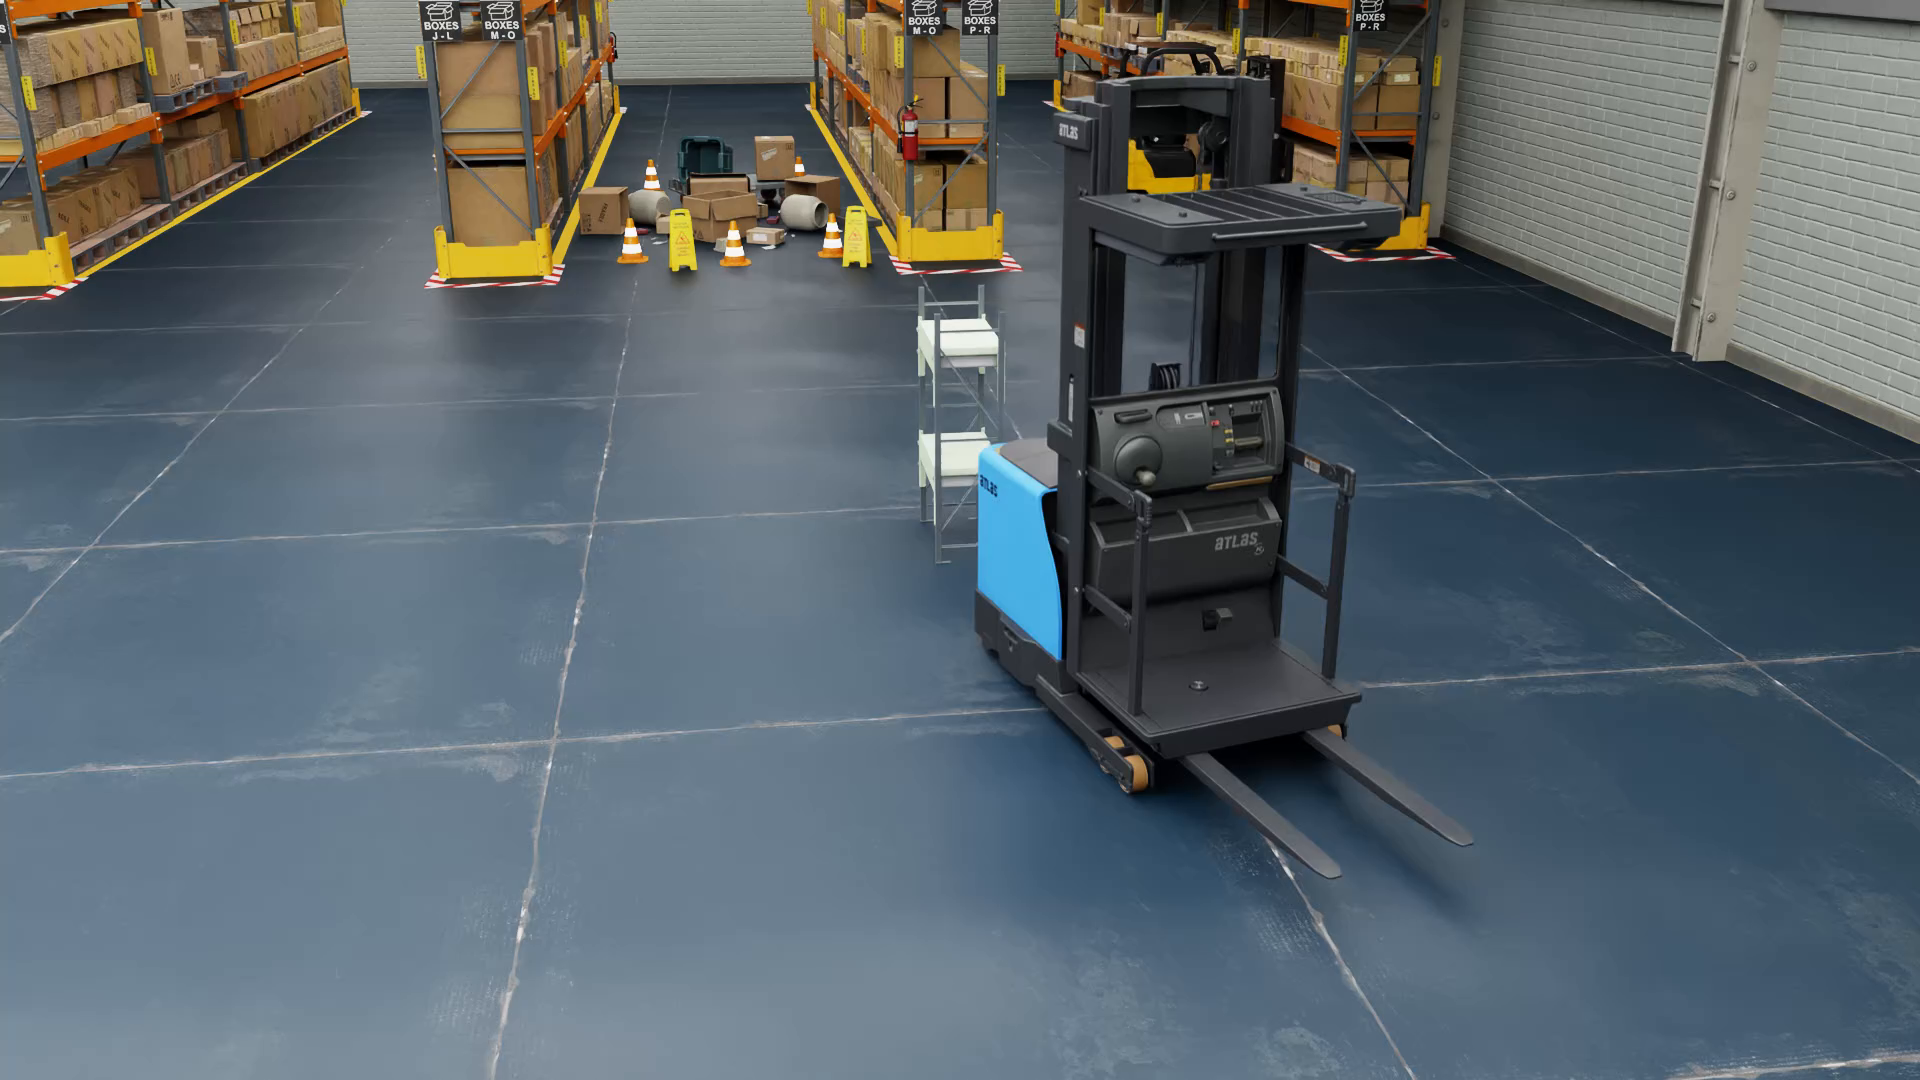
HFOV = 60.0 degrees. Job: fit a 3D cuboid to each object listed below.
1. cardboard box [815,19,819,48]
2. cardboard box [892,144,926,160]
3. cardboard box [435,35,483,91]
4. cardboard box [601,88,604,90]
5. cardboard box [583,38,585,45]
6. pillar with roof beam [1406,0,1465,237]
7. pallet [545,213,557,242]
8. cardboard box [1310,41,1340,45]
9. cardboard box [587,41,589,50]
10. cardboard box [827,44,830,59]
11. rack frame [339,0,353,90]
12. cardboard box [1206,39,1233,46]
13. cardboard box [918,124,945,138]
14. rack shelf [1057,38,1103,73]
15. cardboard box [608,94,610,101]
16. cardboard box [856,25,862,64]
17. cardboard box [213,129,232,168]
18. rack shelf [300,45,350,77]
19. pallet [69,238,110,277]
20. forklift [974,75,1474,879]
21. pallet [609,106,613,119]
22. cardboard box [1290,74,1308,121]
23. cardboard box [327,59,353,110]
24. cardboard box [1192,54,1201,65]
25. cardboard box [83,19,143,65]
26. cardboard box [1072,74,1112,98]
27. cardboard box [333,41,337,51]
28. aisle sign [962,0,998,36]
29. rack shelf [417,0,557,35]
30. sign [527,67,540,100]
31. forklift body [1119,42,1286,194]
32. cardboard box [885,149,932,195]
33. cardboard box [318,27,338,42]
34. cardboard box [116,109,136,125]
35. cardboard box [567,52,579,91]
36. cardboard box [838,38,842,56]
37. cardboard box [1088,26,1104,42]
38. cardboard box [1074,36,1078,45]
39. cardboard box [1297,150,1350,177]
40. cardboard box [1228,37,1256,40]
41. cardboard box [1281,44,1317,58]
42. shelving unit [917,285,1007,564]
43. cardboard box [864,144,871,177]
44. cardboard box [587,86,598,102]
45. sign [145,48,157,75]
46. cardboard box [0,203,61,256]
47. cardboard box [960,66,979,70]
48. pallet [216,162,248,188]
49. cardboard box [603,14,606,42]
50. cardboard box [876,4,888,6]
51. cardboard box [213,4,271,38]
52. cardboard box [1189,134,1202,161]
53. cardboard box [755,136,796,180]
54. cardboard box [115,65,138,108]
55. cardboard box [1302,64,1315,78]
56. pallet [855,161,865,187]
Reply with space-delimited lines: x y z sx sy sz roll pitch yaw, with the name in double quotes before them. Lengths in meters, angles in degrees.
"cardboard box" -2.466 -9.617 31.534 0.500 0.500 0.500 -3 21 -8
"cardboard box" -0.594 -4.513 19.343 0.380 0.149 0.250 -2 21 -6
"cardboard box" -5.171 -5.169 18.011 0.875 0.550 0.550 -3 21 -8
"cardboard box" -6.759 -8.244 30.625 0.380 0.149 0.250 -3 21 -7
"cardboard box" -6.268 -8.066 26.859 0.380 0.149 0.250 -3 21 -8
"pillar with roof beam" 1.342 -7.693 17.952 9.100 9.000 0.400 -3 21 -8
"pallet" -5.350 -3.665 19.727 1.003 0.211 1.213 -3 21 -8
"cardboard box" 4.723 -6.329 21.380 0.380 0.149 0.250 -3 21 -9
"cardboard box" -6.423 -8.293 27.892 0.380 0.149 0.250 -3 21 -7
"cardboard box" -2.029 -8.480 28.849 0.500 0.250 0.500 -3 21 -9
"rack frame" -12.214 -9.601 31.636 1.000 3.000 0.127 -3 21 -8
"cardboard box" 3.751 -7.097 23.860 0.380 0.149 0.250 -3 21 -7
"cardboard box" -0.367 -4.562 18.504 0.380 0.149 0.250 -2 21 -6
"rack shelf" 2.792 -9.323 31.920 1.077 0.370 4.000 -3 21 -8
"cardboard box" -6.769 -8.290 31.175 0.380 0.149 0.250 -3 21 -7
"cardboard box" -1.189 -7.010 23.528 0.500 0.500 0.500 -4 21 -10
"cardboard box" -10.944 -5.636 23.962 0.700 0.500 0.500 -4 21 -11
"rack shelf" -11.926 -8.572 29.908 1.077 0.370 4.000 -3 21 -8
"pallet" -10.001 -3.065 18.120 1.003 0.211 1.213 -3 21 -8
"forklift" 1.107 -0.436 7.195 1.130 2.935 3.031 -8 22 -21
"pallet" -7.198 -8.201 31.871 1.003 0.211 1.213 -3 21 -8
"cardboard box" 4.340 -5.375 20.176 0.500 0.500 0.500 -3 21 -9
"cardboard box" -12.043 -8.585 31.352 0.875 0.875 0.875 -3 21 -8
"cardboard box" 3.706 -7.050 24.304 0.500 0.250 0.500 -3 21 -7
"cardboard box" -10.147 -5.959 19.887 0.500 0.500 0.500 -3 21 -8
"cardboard box" 2.583 -8.864 32.634 0.700 0.500 0.500 -2 21 -6
"cardboard box" -11.727 -9.113 30.688 0.380 0.149 0.250 -3 21 -7
"aisle sign" 0.215 -5.773 17.671 0.394 0.787 0.004 -3 21 -8
"rack shelf" -5.273 -6.037 18.835 1.077 0.370 4.000 -3 21 -8
"sign" -4.435 -4.745 17.284 0.100 0.325 0.005 -3 21 -8
"forklift body" 2.732 -4.980 20.476 2.313 2.155 1.214 -3 21 -8
"cardboard box" -0.619 -4.441 20.078 0.500 0.500 0.500 -3 21 -9
"cardboard box" -11.809 -9.340 30.726 0.500 0.250 0.500 -3 21 -9
"cardboard box" -10.013 -5.012 19.706 0.380 0.149 0.250 -3 21 -8
"cardboard box" -5.665 -6.605 23.471 0.500 0.500 0.500 -3 21 -9
"cardboard box" -1.653 -7.827 26.386 0.500 0.250 0.500 -3 21 -9
"cardboard box" 2.679 -9.374 30.816 0.500 0.250 0.500 -3 21 -8
"cardboard box" 2.416 -9.659 32.149 0.380 0.149 0.250 -4 21 -9
"cardboard box" 4.356 -4.510 19.906 0.500 0.250 0.500 -3 21 -7
"cardboard box" 4.145 -7.301 24.406 0.380 0.149 0.250 -2 21 -6
"cardboard box" 4.250 -6.121 20.822 0.380 0.149 0.250 -3 21 -8
"shelving unit" 0.001 -0.700 9.948 0.431 1.500 0.755 -3 21 -8
"cardboard box" -0.863 -5.342 23.388 0.950 0.372 0.625 -2 21 -4
"cardboard box" -6.296 -7.385 27.602 0.500 0.250 0.500 -2 21 -5
"sign" -9.948 -5.882 20.441 0.100 0.325 0.005 -3 21 -8
"cardboard box" -9.981 -3.304 17.749 0.500 0.500 0.500 1 20 2
"cardboard box" -0.048 -5.281 19.501 0.500 0.500 0.500 -3 21 -9
"pallet" -10.950 -5.255 23.983 1.003 0.211 1.213 -3 21 -8
"cardboard box" -6.758 -9.333 30.350 0.500 0.500 0.500 -2 21 -5
"cardboard box" -1.165 -8.201 26.314 0.500 0.500 0.500 -3 21 -8
"cardboard box" -11.450 -8.274 26.506 0.797 0.503 0.637 -3 21 -7
"cardboard box" 3.933 -5.992 24.765 0.875 0.625 0.625 -4 21 -10
"cardboard box" -2.435 -5.030 21.887 0.500 0.500 0.500 -3 21 -8
"cardboard box" -10.481 -5.474 20.017 0.875 0.500 0.500 -3 21 -8
"cardboard box" 4.330 -5.626 19.922 0.380 0.149 0.250 -4 21 -10
"pallet" -0.971 -5.333 24.193 1.003 0.211 1.213 -3 21 -8
